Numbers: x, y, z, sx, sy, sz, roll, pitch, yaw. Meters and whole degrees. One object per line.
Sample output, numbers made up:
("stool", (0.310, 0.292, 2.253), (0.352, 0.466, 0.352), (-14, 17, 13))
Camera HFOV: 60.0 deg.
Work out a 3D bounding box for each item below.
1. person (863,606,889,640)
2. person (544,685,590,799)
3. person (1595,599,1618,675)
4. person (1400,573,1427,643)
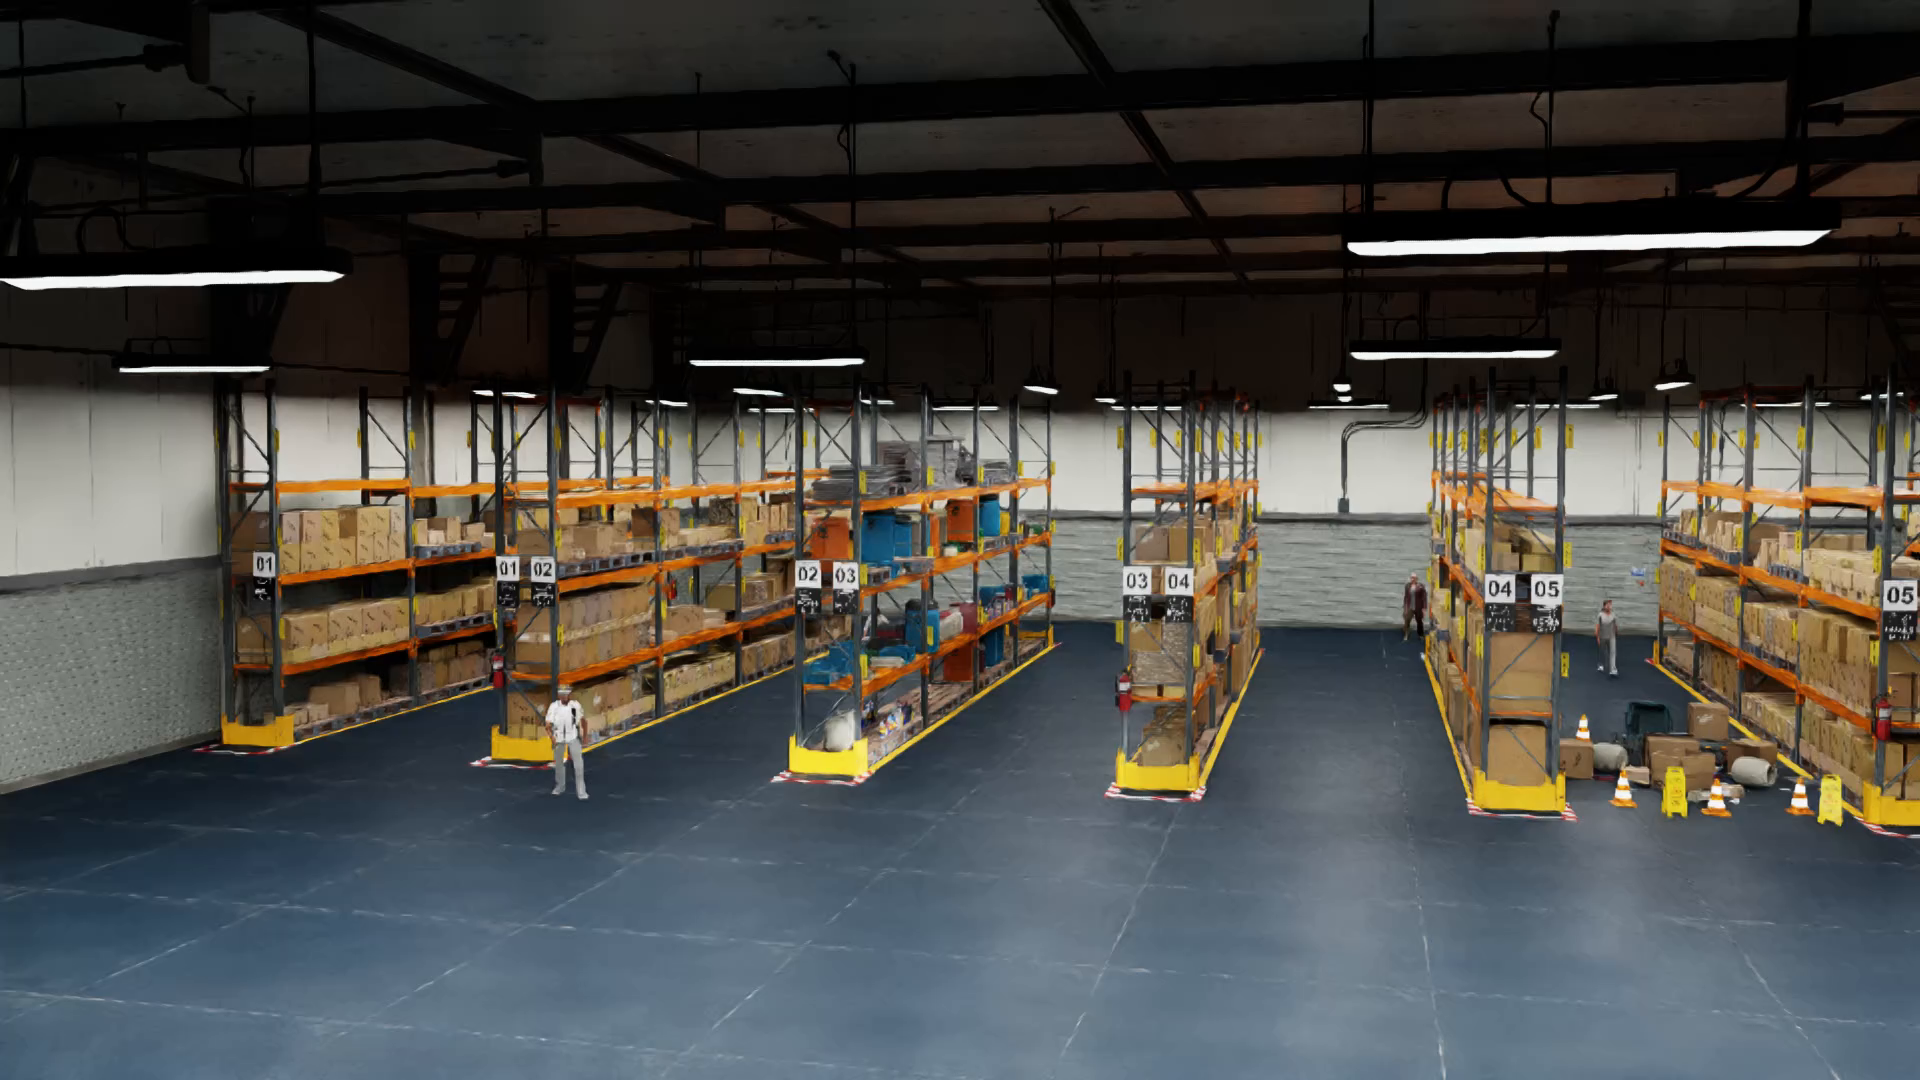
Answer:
("person", (-1.749, 2.126, 35.187), (0.562, 1.530, 0.815), (1, 4, 19))
("person", (-5.481, 2.796, 23.268), (0.622, 1.609, 0.780), (0, 3, -7))
("person", (13.811, 2.059, 35.541), (0.446, 1.590, 1.110), (1, 4, 15))
("person", (11.224, 1.681, 41.012), (0.586, 1.719, 1.017), (2, 4, 29))
